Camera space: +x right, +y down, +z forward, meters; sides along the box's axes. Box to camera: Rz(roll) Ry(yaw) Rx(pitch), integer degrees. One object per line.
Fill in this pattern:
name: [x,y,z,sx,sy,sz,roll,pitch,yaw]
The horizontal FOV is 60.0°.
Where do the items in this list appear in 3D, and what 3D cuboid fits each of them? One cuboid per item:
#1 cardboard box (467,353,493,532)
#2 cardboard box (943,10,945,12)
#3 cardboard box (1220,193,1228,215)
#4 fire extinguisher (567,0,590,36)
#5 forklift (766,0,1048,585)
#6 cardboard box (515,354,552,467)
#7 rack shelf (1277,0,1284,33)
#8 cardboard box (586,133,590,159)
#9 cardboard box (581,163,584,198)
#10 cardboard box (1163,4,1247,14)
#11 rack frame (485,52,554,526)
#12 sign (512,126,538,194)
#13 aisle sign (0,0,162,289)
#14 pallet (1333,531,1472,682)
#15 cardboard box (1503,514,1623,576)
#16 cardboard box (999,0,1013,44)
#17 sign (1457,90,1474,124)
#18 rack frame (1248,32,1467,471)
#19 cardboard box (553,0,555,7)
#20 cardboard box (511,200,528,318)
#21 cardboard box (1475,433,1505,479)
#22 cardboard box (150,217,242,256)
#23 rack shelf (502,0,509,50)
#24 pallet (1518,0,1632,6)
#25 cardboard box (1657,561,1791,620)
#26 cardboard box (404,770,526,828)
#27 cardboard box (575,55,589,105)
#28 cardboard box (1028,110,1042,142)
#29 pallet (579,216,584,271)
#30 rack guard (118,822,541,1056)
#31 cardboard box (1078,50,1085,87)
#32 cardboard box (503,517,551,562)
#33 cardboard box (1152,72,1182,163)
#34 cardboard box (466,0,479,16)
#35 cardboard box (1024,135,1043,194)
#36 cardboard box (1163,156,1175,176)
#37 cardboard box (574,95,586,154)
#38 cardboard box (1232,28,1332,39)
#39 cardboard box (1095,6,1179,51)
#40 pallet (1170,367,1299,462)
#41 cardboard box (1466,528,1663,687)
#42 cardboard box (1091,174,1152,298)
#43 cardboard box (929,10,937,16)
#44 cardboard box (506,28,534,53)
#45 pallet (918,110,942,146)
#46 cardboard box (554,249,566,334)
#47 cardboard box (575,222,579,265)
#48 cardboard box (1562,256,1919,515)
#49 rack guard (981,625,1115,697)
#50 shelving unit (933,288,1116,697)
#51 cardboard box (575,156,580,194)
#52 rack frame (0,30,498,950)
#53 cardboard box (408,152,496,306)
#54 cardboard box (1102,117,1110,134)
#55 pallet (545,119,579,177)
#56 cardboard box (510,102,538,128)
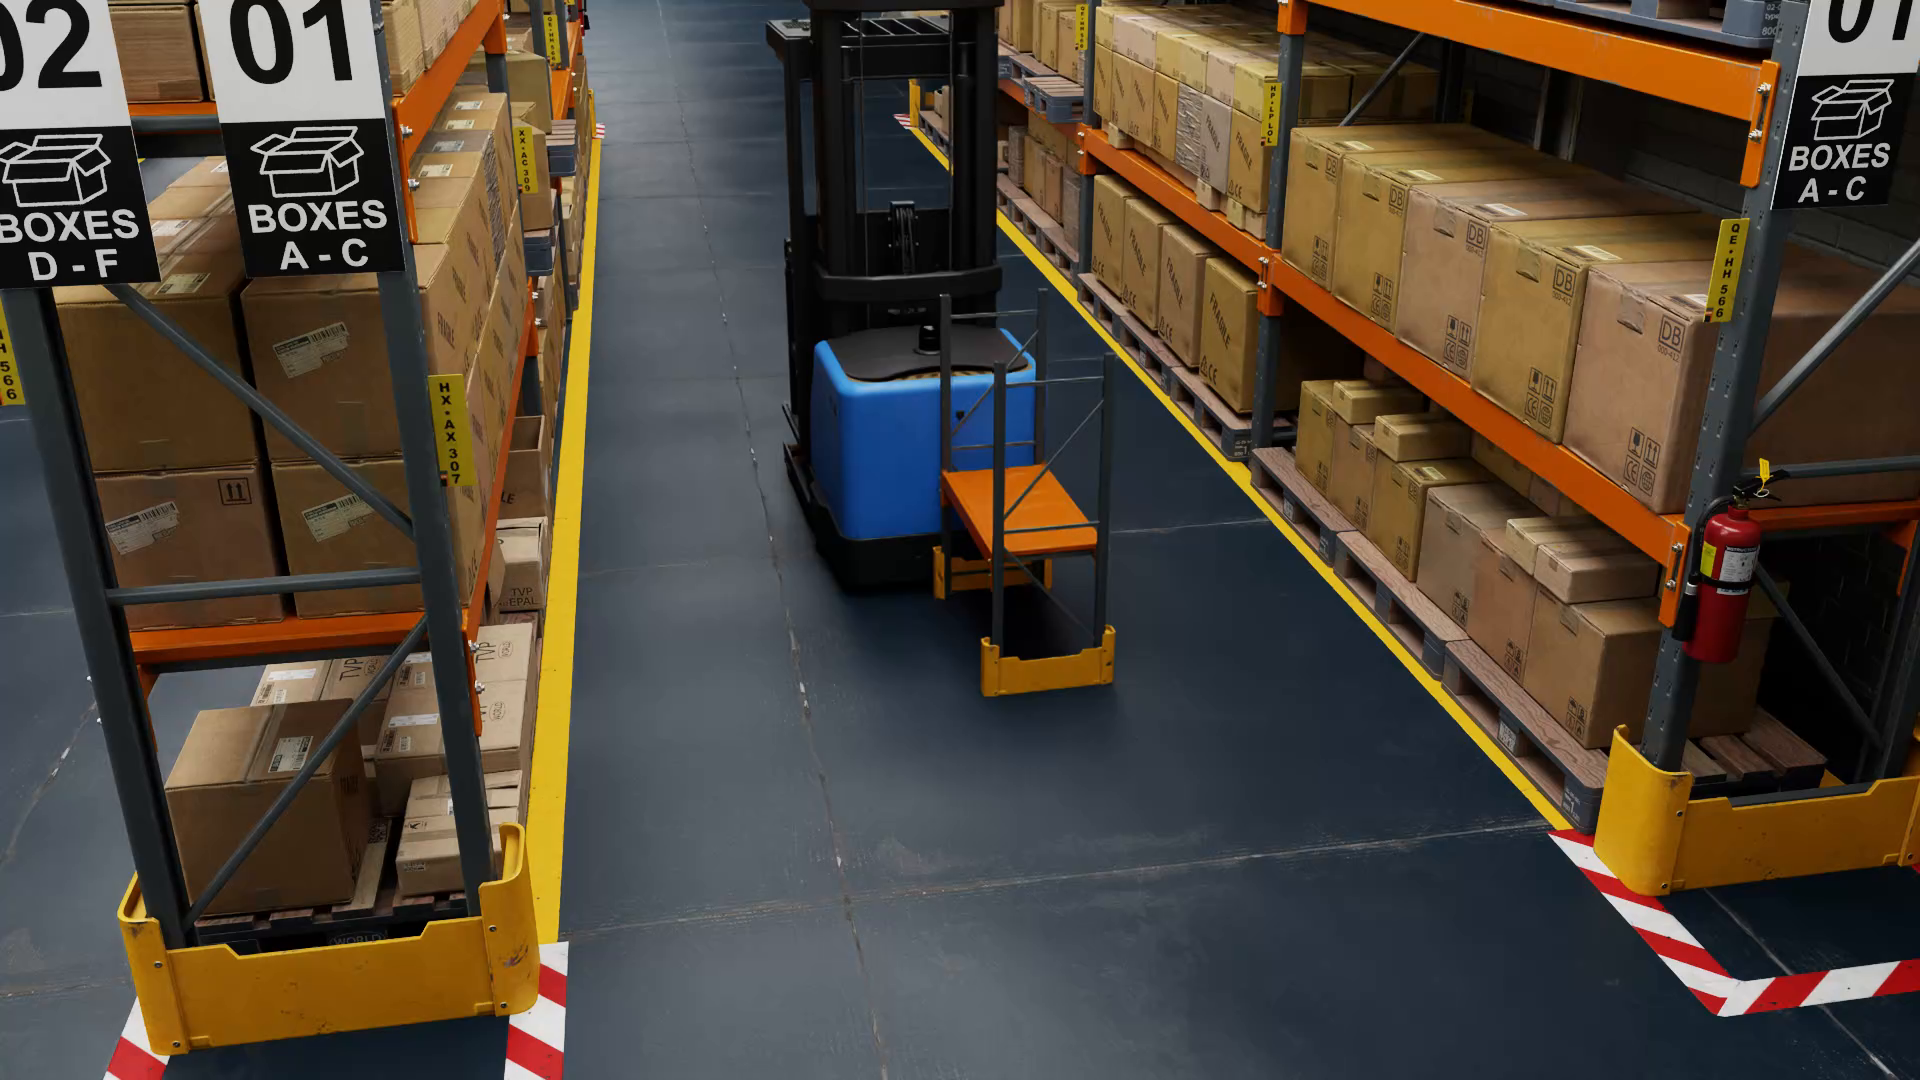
cardboard box: [-1.868,-0.306,5.579,0.500,0.500,0.500,-5,24,-10]
cardboard box: [0.036,-5.998,17.962,0.500,0.500,0.500,-4,24,-8]
cardboard box: [1.770,-2.014,9.903,0.380,0.149,0.250,-4,24,-8]
fire extinguisher: [-4.468,-6.203,19.301,0.296,0.674,0.183,-4,24,-10]
forklift: [-0.403,-1.687,8.950,1.130,2.935,3.031,-5,24,-12]
cardboard box: [-2.534,-0.702,9.182,0.500,0.500,0.500,-5,24,-12]
rack shelf: [1.814,-3.637,10.481,1.077,0.370,4.000,-4,24,-10]
cardboard box: [-4.126,-4.115,17.336,0.500,0.250,0.500,-4,24,-10]
cardboard box: [-3.801,-3.375,15.640,0.500,0.250,0.500,-5,24,-10]
cardboard box: [1.783,-3.754,12.140,0.500,0.250,0.500,-4,24,-8]
rack frame: [-2.684,-1.437,8.293,1.000,3.000,0.127,-4,24,-10]
sign: [-2.152,-1.877,8.219,0.100,0.325,0.005,-4,24,-10]
aisle sign: [-2.232,-1.006,4.057,0.394,0.787,0.004,-4,24,-10]
pallet: [2.477,0.258,7.895,1.003,0.211,1.213,-4,24,-10]
cardboard box: [2.445,0.018,6.748,0.380,0.149,0.250,-4,24,-8]
cardboard box: [0.765,-4.997,15.769,0.700,0.500,0.500,-4,24,-10]
sign: [2.729,-2.280,9.042,0.100,0.325,0.005,-4,24,-10]
rack frame: [2.184,-1.805,9.136,1.000,3.000,0.127,-4,24,-10]
cardboard box: [-4.069,-5.146,15.849,0.380,0.149,0.250,-4,24,-9]
cardboard box: [-2.339,-1.305,7.866,0.500,0.500,0.500,-4,24,-9]
cardboard box: [2.633,-0.408,7.724,0.380,0.149,0.250,-5,24,-11]
cardboard box: [-2.391,-0.721,5.280,0.500,0.500,0.500,-4,24,-8]
rack shelf: [-3.053,-3.269,9.638,1.077,0.370,4.000,-4,24,-10]
pallet: [2.547,-2.338,6.718,1.003,0.211,1.213,-4,24,-10]
cardboard box: [2.916,0.190,6.355,0.380,0.149,0.250,-4,24,-9]
cardboard box: [-1.730,0.944,5.830,0.380,0.166,0.250,-4,24,-10]
cardboard box: [-4.511,-5.244,18.984,0.500,0.500,0.500,-4,24,-10]
cardboard box: [0.942,-3.891,15.547,0.500,0.250,0.500,-5,24,-11]
pallet: [-3.759,-2.538,14.298,1.003,0.211,1.213,-4,24,-10]
rack guard: [-1.958,1.252,5.259,1.175,0.500,0.348,-4,24,-10]
cardboard box: [1.348,-3.810,13.052,0.700,0.500,0.500,-7,25,-16]
cardboard box: [-2.171,0.014,7.983,0.380,0.149,0.250,-4,24,-10]
cardboard box: [1.565,-2.754,10.786,0.500,0.500,0.500,-4,24,-8]
cardboard box: [-2.149,-2.178,6.429,0.500,0.250,0.500,-4,24,-10]
cardboard box: [1.002,-3.520,15.636,0.700,0.500,0.500,-5,24,-11]
cardboard box: [1.572,-2.524,11.069,0.380,0.149,0.250,-4,24,-9]
cardboard box: [-3.941,-4.066,16.285,0.500,0.500,0.500,-4,24,-10]
cardboard box: [2.062,-3.148,10.752,0.500,0.250,0.500,-5,24,-11]
cardboard box: [1.280,-3.705,12.026,0.500,0.250,0.500,-4,24,-8]
pallet: [1.967,-0.825,10.376,1.003,0.211,1.213,-4,24,-10]
cardboard box: [2.603,0.256,7.014,0.700,0.500,0.500,-4,24,-10]
cardboard box: [1.451,-2.287,12.400,0.750,0.750,0.750,-5,24,-10]
cardboard box: [-0.058,-5.846,18.551,0.500,0.250,0.500,-5,24,-11]
cardboard box: [-3.940,-4.119,14.309,0.500,0.500,0.500,-3,24,-6]
pallet: [0.094,-4.895,19.695,1.003,0.211,1.213,-4,24,-10]
cardboard box: [-3.020,-1.716,11.505,0.500,0.500,0.500,-3,24,-8]
cardboard box: [-3.325,-2.368,13.336,0.500,0.250,0.500,-5,24,-11]
cardboard box: [2.819,-0.569,5.931,0.980,0.700,0.700,-3,24,-7]
rack guard: [0.383,0.526,7.234,0.587,0.250,0.087,-5,24,-12]
shelving unit: [0.272,-0.241,7.428,0.587,1.500,1.083,-5,24,-12]
cardboard box: [-3.614,-3.235,14.619,0.500,0.311,0.500,-4,24,-10]
rack frame: [-1.944,0.136,4.691,1.000,3.000,0.127,-4,24,-10]
cardboard box: [-2.053,-1.164,6.293,0.500,0.500,0.500,-5,24,-10]
cardboard box: [1.278,-3.126,12.449,0.380,0.149,0.250,-5,24,-11]
pallet: [-3.229,-2.661,11.335,1.213,0.211,1.003,-4,24,-10]
cardboard box: [-2.741,-2.144,9.262,0.700,0.500,0.500,-1,24,-1]
